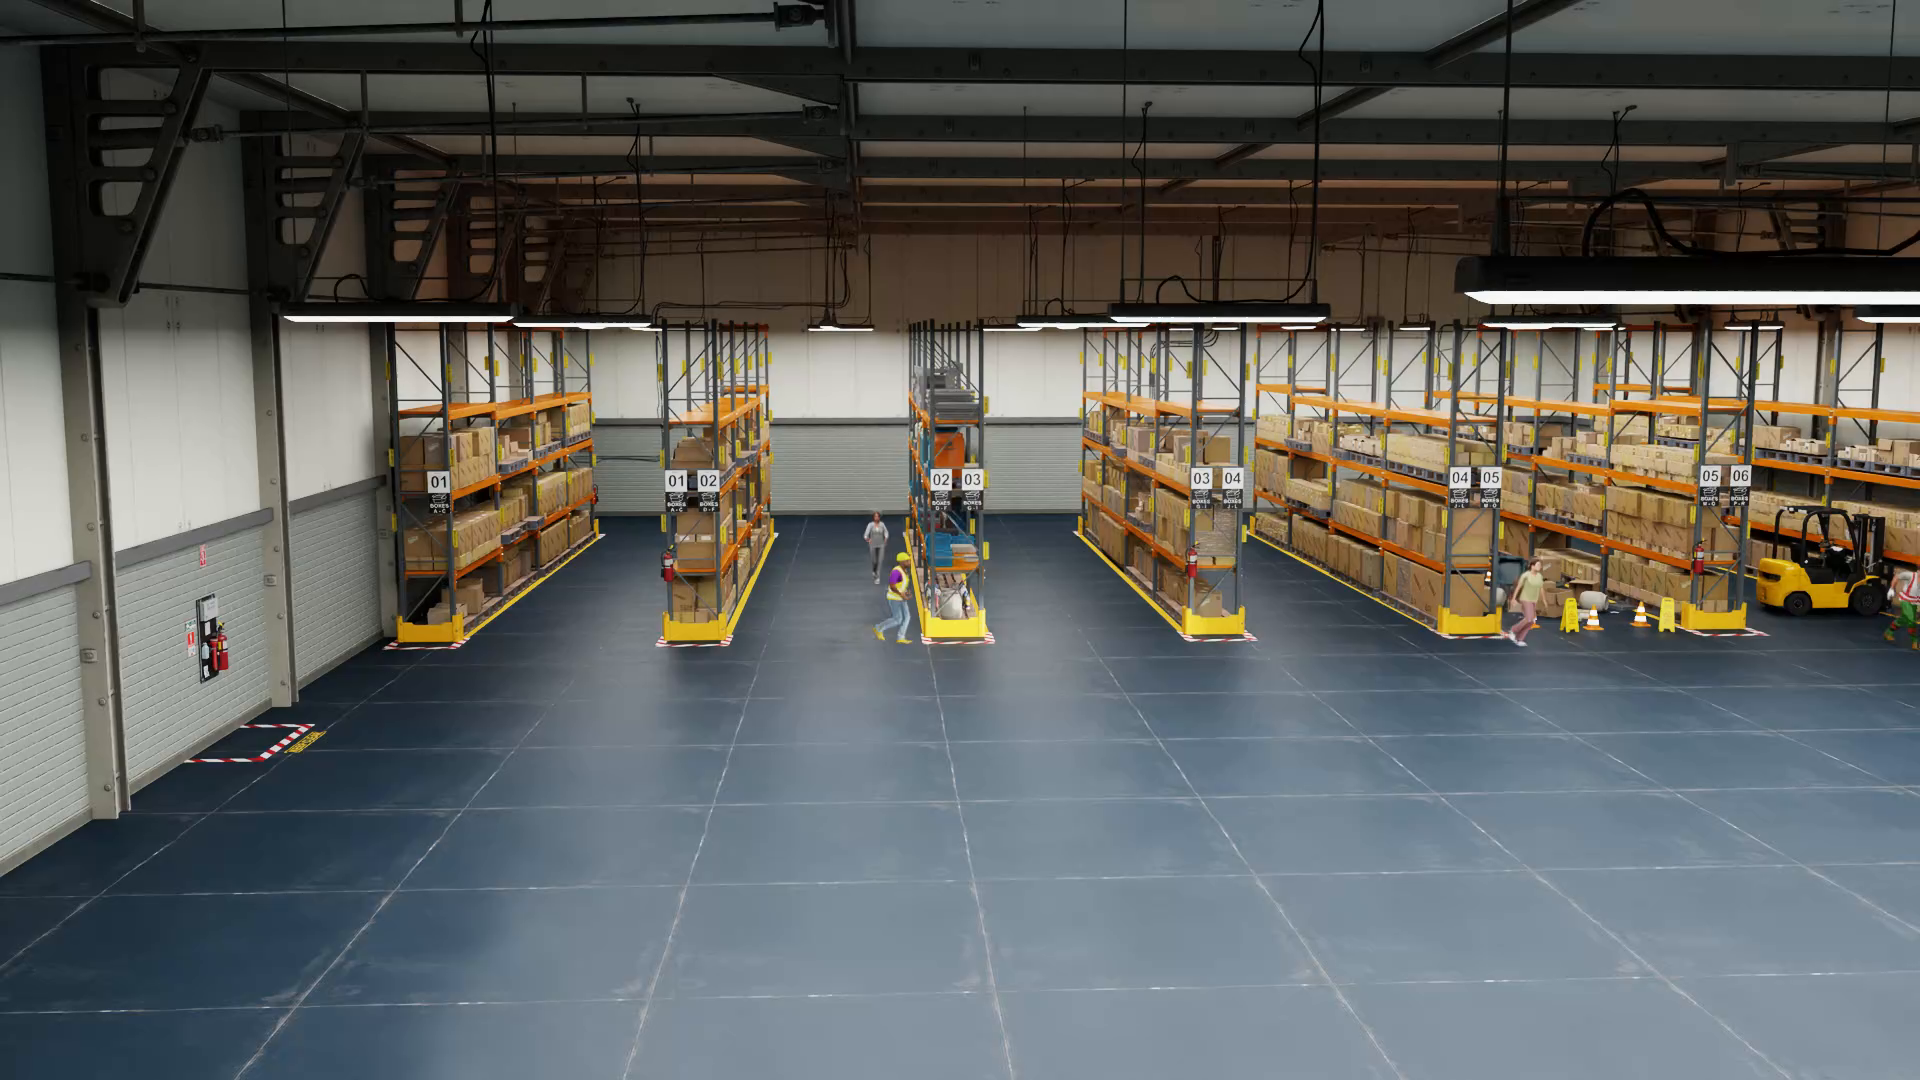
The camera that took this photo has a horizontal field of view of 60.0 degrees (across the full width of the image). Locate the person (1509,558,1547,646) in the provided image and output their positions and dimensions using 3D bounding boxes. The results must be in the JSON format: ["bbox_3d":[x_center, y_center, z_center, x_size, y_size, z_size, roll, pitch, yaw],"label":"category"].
[{"bbox_3d":[10.450,1.192,30.622,0.577,1.541,0.520,-4,8,-28],"label":"person"}]

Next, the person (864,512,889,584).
[{"bbox_3d":[-1.820,0.169,36.453,0.547,1.563,0.547,-1,7,-7],"label":"person"}]

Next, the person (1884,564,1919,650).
[{"bbox_3d":[17.381,1.145,30.459,0.679,1.605,1.098,0,7,-1],"label":"person"}]

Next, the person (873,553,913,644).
[{"bbox_3d":[-1.247,1.080,30.812,0.746,1.712,0.703,2,7,16],"label":"person"}]
